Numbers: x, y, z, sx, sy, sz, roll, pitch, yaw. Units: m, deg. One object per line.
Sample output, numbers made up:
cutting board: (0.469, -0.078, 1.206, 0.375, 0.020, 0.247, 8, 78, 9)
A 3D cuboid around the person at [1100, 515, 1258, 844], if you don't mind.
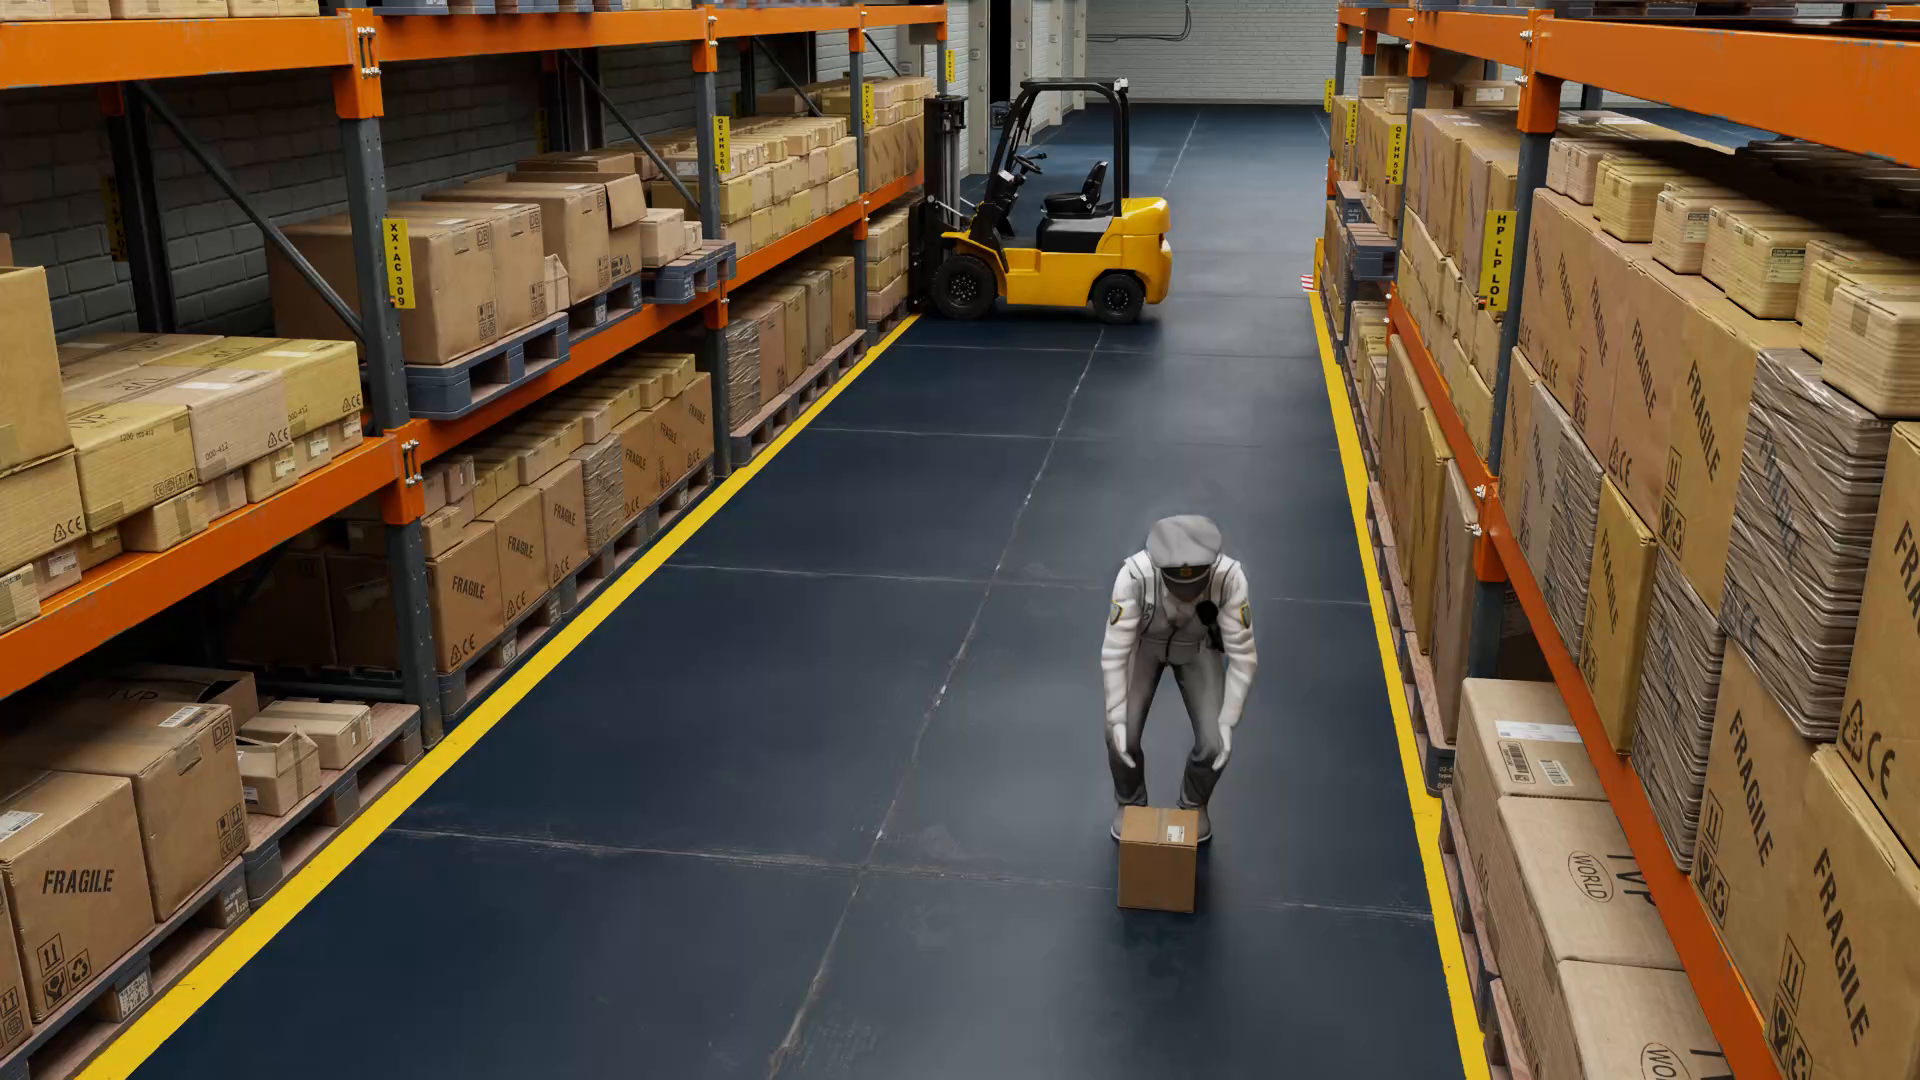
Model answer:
person: (0.757, 0.468, 5.773, 0.531, 1.263, 0.765, 3, 18, 8)
